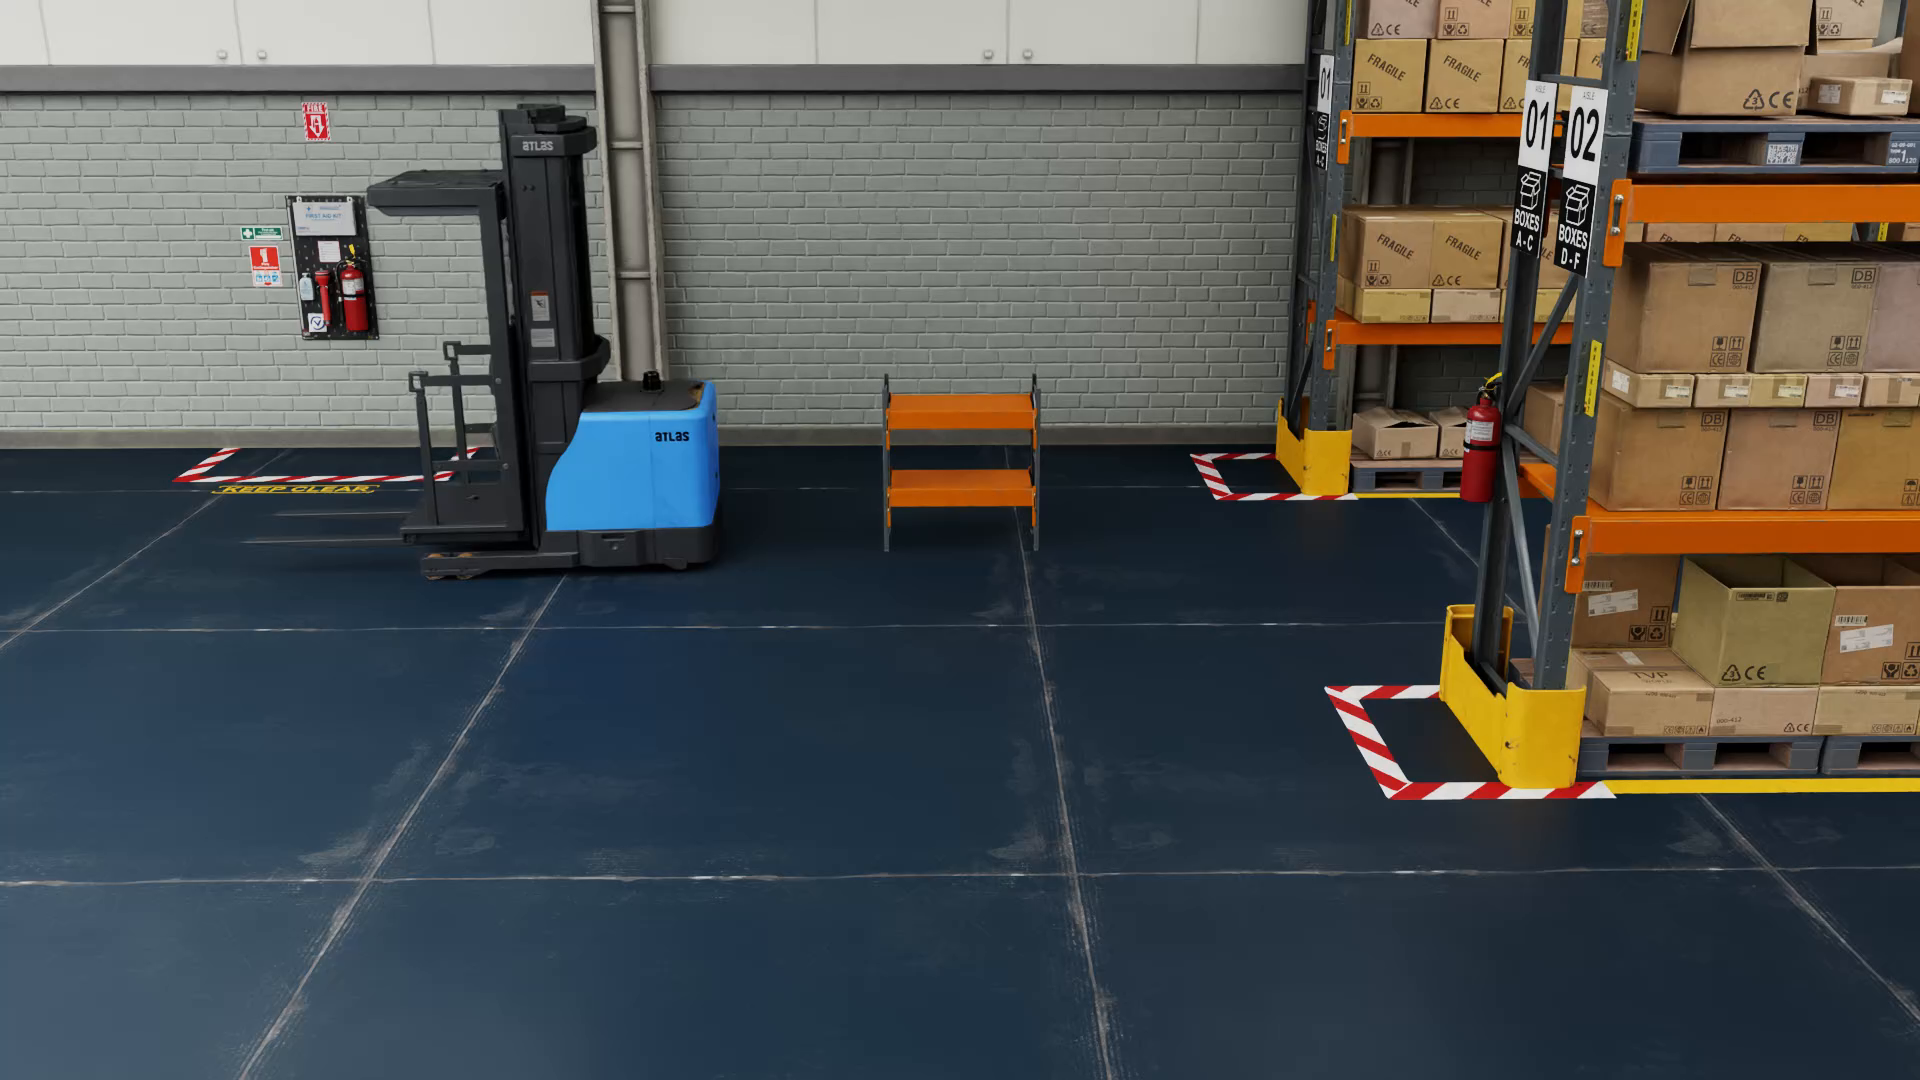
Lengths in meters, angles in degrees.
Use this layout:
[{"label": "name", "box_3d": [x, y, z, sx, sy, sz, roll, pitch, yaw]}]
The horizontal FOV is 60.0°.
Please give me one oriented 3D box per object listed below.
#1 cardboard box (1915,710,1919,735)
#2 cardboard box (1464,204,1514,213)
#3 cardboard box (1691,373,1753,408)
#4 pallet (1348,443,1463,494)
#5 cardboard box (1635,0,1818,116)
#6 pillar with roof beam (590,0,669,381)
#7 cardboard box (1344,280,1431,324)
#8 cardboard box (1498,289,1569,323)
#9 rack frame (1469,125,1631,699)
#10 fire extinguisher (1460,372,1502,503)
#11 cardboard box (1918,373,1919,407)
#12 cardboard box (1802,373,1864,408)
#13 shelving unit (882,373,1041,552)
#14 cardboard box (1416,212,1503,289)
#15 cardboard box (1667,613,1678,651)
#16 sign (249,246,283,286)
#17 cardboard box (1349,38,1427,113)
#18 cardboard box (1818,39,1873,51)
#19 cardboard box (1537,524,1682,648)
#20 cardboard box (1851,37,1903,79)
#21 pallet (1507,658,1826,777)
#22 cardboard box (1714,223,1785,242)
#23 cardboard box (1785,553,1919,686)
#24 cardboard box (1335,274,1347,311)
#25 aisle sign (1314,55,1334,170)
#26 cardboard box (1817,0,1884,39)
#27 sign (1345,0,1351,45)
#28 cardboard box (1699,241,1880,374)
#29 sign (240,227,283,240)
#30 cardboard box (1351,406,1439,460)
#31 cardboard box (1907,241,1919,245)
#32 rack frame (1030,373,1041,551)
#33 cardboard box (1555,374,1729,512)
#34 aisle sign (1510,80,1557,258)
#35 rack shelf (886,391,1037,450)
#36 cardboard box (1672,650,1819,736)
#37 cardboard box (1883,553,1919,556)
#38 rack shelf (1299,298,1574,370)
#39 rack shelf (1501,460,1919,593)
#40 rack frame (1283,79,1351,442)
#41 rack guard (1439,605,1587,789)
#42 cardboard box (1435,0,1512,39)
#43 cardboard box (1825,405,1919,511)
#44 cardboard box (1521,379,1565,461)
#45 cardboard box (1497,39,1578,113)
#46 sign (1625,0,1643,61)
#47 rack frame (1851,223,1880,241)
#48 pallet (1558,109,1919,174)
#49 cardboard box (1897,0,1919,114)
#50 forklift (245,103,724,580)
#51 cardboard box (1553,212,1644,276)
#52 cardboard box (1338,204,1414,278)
[{"label": "cardboard box", "box_3d": [4.815, 0.739, 8.148, 0.500, 0.250, 0.500, 0, 18, -1]}, {"label": "cardboard box", "box_3d": [4.182, -2.308, 12.816, 0.500, 0.500, 0.500, -1, 18, -2]}, {"label": "cardboard box", "box_3d": [3.435, -0.724, 7.668, 0.250, 0.149, 0.380, -1, 18, -2]}, {"label": "pallet", "box_3d": [3.582, -0.608, 13.097, 1.213, 0.211, 1.003, 0, 18, -1]}, {"label": "cardboard box", "box_3d": [3.350, -2.175, 7.420, 0.637, 0.503, 0.797, 1, 18, 3]}, {"label": "pillar with roof beam", "box_3d": [-2.551, -3.723, 8.420, 0.400, 9.000, 9.100, 0, 18, -1]}, {"label": "cardboard box", "box_3d": [3.187, -1.786, 12.416, 0.500, 0.250, 0.500, -1, 18, -2]}, {"label": "cardboard box", "box_3d": [4.215, -1.793, 12.440, 0.500, 0.250, 0.500, -1, 18, -2]}, {"label": "rack frame", "box_3d": [2.776, -0.429, 7.975, 0.127, 3.000, 1.000, 0, 18, -1]}, {"label": "fire extinguisher", "box_3d": [2.650, -0.534, 8.428, 0.183, 0.674, 0.296, 0, 18, -1]}, {"label": "cardboard box", "box_3d": [4.459, -0.729, 7.683, 0.250, 0.149, 0.380, -1, 18, -2]}, {"label": "cardboard box", "box_3d": [3.937, -0.725, 7.672, 0.250, 0.149, 0.380, -1, 18, -2]}, {"label": "shelving unit", "box_3d": [0.007, -0.536, 11.376, 1.048, 1.125, 0.538, 0, 18, -1]}, {"label": "cardboard box", "box_3d": [3.670, -2.147, 12.316, 0.500, 0.500, 0.500, 0, 18, -1]}, {"label": "cardboard box", "box_3d": [3.807, 0.581, 8.639, 0.500, 0.250, 0.500, 0, 18, -1]}, {"label": "sign", "box_3d": [-5.645, -2.226, 13.519, 0.234, 0.329, 0.001, 0, 18, -1]}, {"label": "cardboard box", "box_3d": [3.032, -3.353, 11.982, 0.500, 0.500, 0.500, 0, 18, 1]}, {"label": "cardboard box", "box_3d": [6.190, -3.369, 12.032, 0.500, 0.500, 0.500, 0, 18, 1]}, {"label": "cardboard box", "box_3d": [3.307, 0.229, 8.508, 0.500, 0.500, 0.500, 0, 18, -1]}, {"label": "cardboard box", "box_3d": [4.479, -2.171, 7.722, 0.500, 0.311, 0.500, 2, 18, 6]}, {"label": "pallet", "box_3d": [3.540, 0.882, 8.453, 1.213, 0.211, 1.003, 0, 18, -1]}, {"label": "cardboard box", "box_3d": [5.726, -2.156, 12.342, 0.500, 0.500, 0.500, 0, 18, -1]}, {"label": "cardboard box", "box_3d": [4.315, 0.379, 8.042, 0.500, 0.500, 0.500, 0, 18, -1]}, {"label": "cardboard box", "box_3d": [3.158, -1.942, 12.903, 0.500, 0.250, 0.500, 0, 18, 0]}, {"label": "aisle sign", "box_3d": [2.626, -3.088, 12.008, 0.004, 0.787, 0.394, 0, 18, -1]}, {"label": "cardboard box", "box_3d": [6.196, -3.838, 11.857, 0.500, 0.500, 0.500, -2, 18, -6]}, {"label": "sign", "box_3d": [2.702, -3.621, 11.583, 0.005, 0.325, 0.100, 0, 18, -1]}, {"label": "cardboard box", "box_3d": [3.821, -1.097, 7.771, 0.500, 0.500, 0.700, -1, 18, -2]}, {"label": "sign", "box_3d": [-5.641, -2.476, 13.430, 0.331, 0.109, 0.001, 0, 18, -1]}, {"label": "cardboard box", "box_3d": [3.387, -0.847, 12.960, 0.500, 0.311, 0.500, -2, 18, -7]}, {"label": "cardboard box", "box_3d": [4.826, -1.103, 7.787, 0.500, 0.500, 0.700, 0, 18, -1]}, {"label": "rack frame", "box_3d": [0.515, -0.538, 11.384, 0.032, 1.125, 0.500, 0, 18, -1]}, {"label": "cardboard box", "box_3d": [3.243, -0.475, 7.955, 0.500, 0.500, 0.700, 0, 18, -1]}, {"label": "aisle sign", "box_3d": [2.705, -1.757, 7.857, 0.004, 0.787, 0.394, 0, 18, -1]}, {"label": "rack shelf", "box_3d": [0.007, -0.814, 11.286, 1.000, 0.278, 0.538, 0, 18, -1]}, {"label": "cardboard box", "box_3d": [3.815, 0.742, 8.138, 0.500, 0.250, 0.500, 0, 18, -1]}, {"label": "cardboard box", "box_3d": [4.807, 0.218, 8.543, 0.500, 0.500, 0.500, 0, 18, -1]}, {"label": "rack shelf", "box_3d": [4.693, -1.609, 12.831, 4.000, 0.370, 1.077, 0, 18, -1]}, {"label": "rack shelf", "box_3d": [4.775, -0.096, 8.115, 4.000, 0.370, 1.077, 0, 18, -1]}, {"label": "rack frame", "box_3d": [2.694, -1.942, 12.692, 0.127, 3.000, 1.000, 0, 18, -1]}, {"label": "rack guard", "box_3d": [2.752, 0.761, 8.357, 0.348, 0.500, 1.175, 0, 18, -1]}, {"label": "cardboard box", "box_3d": [3.585, -3.818, 11.796, 0.500, 0.500, 0.500, 0, 18, -1]}, {"label": "cardboard box", "box_3d": [4.264, -0.480, 7.969, 0.500, 0.500, 0.700, 0, 18, 0]}, {"label": "cardboard box", "box_3d": [4.691, -0.928, 12.903, 0.500, 0.500, 0.700, -1, 18, -4]}, {"label": "cardboard box", "box_3d": [4.089, -3.348, 11.968, 0.500, 0.500, 0.500, 1, 18, 2]}, {"label": "sign", "box_3d": [2.778, -2.142, 6.843, 0.005, 0.325, 0.100, 0, 18, -1]}, {"label": "rack frame", "box_3d": [6.693, -1.962, 12.752, 0.127, 3.000, 1.000, 0, 18, -1]}, {"label": "pallet", "box_3d": [3.483, -1.811, 7.517, 1.213, 0.211, 1.003, 0, 18, -1]}, {"label": "cardboard box", "box_3d": [4.440, -2.096, 7.181, 0.500, 0.500, 0.500, 0, 18, -1]}, {"label": "forklift", "box_3d": [-3.150, -1.305, 10.818, 3.031, 2.935, 1.130, -1, 18, -4]}, {"label": "cardboard box", "box_3d": [4.703, -2.154, 12.337, 0.500, 0.500, 0.500, 0, 18, 1]}, {"label": "cardboard box", "box_3d": [3.162, -2.305, 12.806, 0.500, 0.500, 0.500, 0, 18, -1]}]
